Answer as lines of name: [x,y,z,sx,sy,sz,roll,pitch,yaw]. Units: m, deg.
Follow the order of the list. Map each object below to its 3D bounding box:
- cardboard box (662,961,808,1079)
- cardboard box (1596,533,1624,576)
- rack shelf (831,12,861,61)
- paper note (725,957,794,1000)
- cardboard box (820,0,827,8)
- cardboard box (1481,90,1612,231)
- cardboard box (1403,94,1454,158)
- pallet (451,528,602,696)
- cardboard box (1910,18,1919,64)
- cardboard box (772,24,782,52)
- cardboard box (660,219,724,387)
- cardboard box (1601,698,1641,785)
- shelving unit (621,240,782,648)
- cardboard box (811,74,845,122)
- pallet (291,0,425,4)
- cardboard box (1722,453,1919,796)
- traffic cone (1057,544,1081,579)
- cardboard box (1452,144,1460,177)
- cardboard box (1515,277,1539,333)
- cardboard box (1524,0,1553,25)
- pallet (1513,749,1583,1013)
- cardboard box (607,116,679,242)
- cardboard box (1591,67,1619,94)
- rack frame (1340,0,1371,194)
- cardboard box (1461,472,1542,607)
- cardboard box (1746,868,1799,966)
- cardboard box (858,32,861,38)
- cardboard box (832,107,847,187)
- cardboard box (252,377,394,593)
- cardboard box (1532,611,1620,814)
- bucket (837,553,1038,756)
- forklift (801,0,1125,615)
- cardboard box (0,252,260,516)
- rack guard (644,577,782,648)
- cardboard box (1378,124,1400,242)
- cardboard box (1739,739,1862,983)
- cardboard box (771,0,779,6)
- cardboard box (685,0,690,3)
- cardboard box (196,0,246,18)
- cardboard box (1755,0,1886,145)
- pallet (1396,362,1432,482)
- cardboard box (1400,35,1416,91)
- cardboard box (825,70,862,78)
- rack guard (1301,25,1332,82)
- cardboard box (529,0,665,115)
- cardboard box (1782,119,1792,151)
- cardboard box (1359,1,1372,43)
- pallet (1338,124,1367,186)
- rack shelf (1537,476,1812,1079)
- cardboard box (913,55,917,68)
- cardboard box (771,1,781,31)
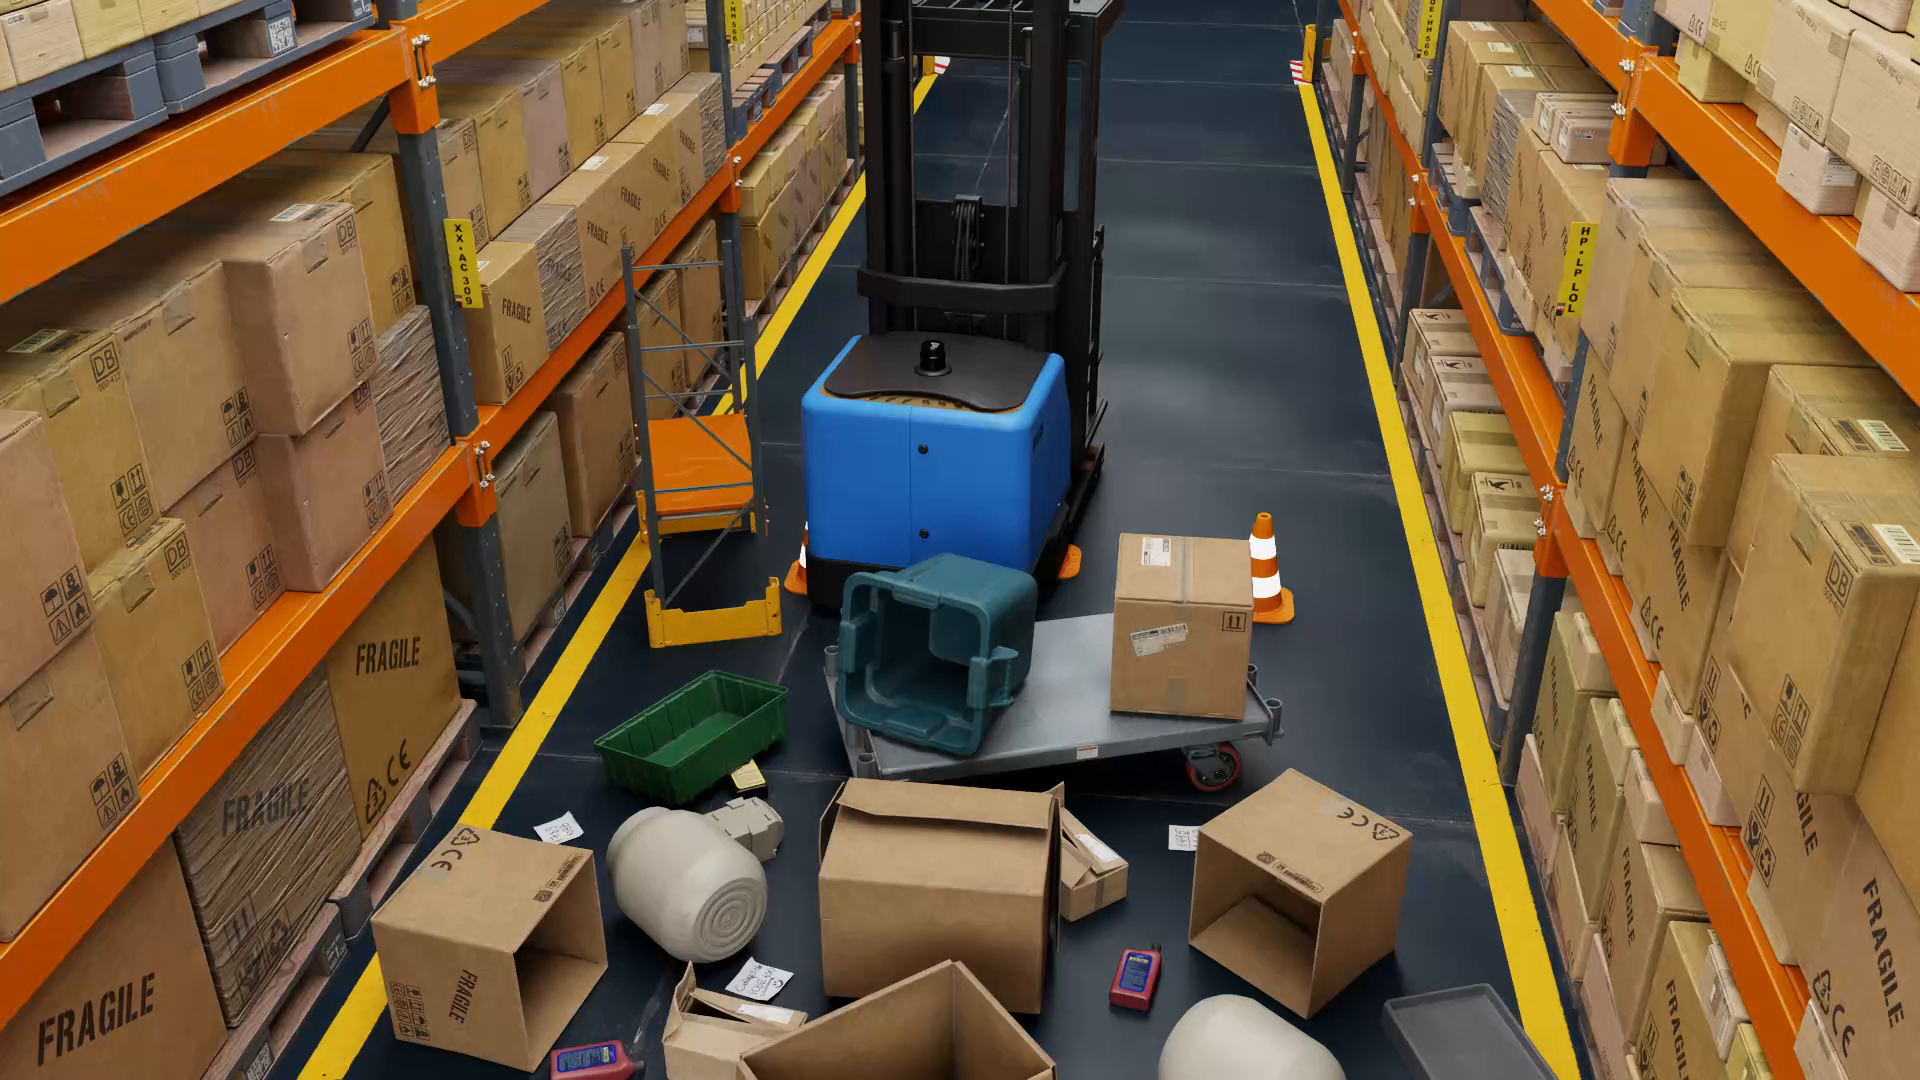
cardboard box: [-0.698,1.523,5.143,0.396,0.266,0.258,8,29,15]
cardboard box: [2.273,0.006,5.342,0.380,0.149,0.250,4,29,8]
rack shelf: [-1.090,-4.987,15.103,1.077,0.370,4.000,3,28,6]
paper note: [-0.666,1.460,5.517,0.172,0.023,0.155,14,31,24]
cardboard box: [-1.219,-4.116,12.549,0.380,0.149,0.250,4,29,6]
cardboard box: [2.630,-1.670,7.325,0.500,0.500,0.500,2,28,4]
cardboard box: [2.904,-2.426,9.749,0.500,0.250,0.500,2,28,4]
pallet: [-2.296,0.263,7.538,1.003,0.211,1.213,3,28,6]
cardboard box: [2.022,-0.935,3.084,0.380,0.149,0.250,4,29,7]
cardboard box: [-1.410,-3.377,11.177,0.380,0.149,0.250,4,29,7]
cardboard box: [-1.989,-1.392,9.601,1.050,0.750,0.750,3,28,6]
cardboard box: [2.133,0.613,4.932,0.380,0.149,0.250,4,29,8]
shelving unit: [-1.195,-0.460,7.522,0.587,1.500,1.083,-6,29,-10]
cardboard box: [-1.176,-3.412,12.822,0.500,0.250,0.500,3,28,5]
pallet: [-2.252,-2.267,6.335,0.805,0.209,1.217,2,28,4]
cardboard box: [1.995,0.174,3.291,0.700,0.500,0.500,3,28,6]
traffic cone: [0.415,-0.099,7.946,0.336,0.463,0.334,3,28,6]
cardboard box: [2.728,-1.914,8.463,0.380,0.149,0.250,2,28,3]
cardboard box: [2.444,-0.936,6.646,0.380,0.149,0.250,3,28,5]
cardboard box: [3.403,-2.941,9.388,0.500,0.500,0.500,2,28,5]
pallet: [2.562,1.189,5.820,1.003,0.211,1.213,3,28,6]
cardboard box: [-1.738,-1.826,8.371,0.500,0.500,0.500,3,28,5]
cardboard box: [3.207,-1.887,7.729,0.500,0.500,0.500,1,28,3]
rack frame: [3.590,-4.122,12.739,1.000,3.000,0.127,3,28,6]
cardboard box: [2.756,0.030,7.360,0.950,0.372,0.625,5,29,9]
cardboard box: [2.040,0.842,3.789,0.380,0.149,0.250,3,28,6]
cardboard box: [-1.161,-5.073,16.440,0.380,0.149,0.250,4,29,7]
cardboard box: [-1.176,-3.084,13.004,0.500,0.500,0.500,3,28,5]
cardboard box: [-2.394,-0.228,5.352,0.875,0.550,0.550,3,28,6]
cardboard box: [2.269,0.601,5.637,0.500,0.500,0.500,5,29,9]
bucket: [-0.044,0.373,6.243,0.726,0.611,0.620,14,21,24]
forklift: [0.152,-1.578,8.089,1.130,2.935,3.031,7,29,12]
cardboard box: [-2.550,-0.454,4.634,0.875,0.550,0.550,3,28,6]
rack guard: [-1.093,0.322,7.389,0.587,0.250,0.087,-6,29,-10]
cardboard box: [3.490,-2.650,11.803,0.875,0.875,0.875,4,29,8]
cardboard box: [2.043,0.609,3.538,0.500,0.500,0.500,3,28,6]
cardboard box: [-1.417,-3.641,11.040,0.380,0.149,0.250,4,29,8]
cardboard box: [-2.030,-3.672,11.413,0.380,0.149,0.250,3,28,5]
cardboard box: [-2.135,-1.485,4.397,0.380,0.149,0.250,3,29,6]
cardboard box: [2.156,-1.072,3.760,0.500,0.250,0.500,4,29,7]
pallet: [3.002,-0.644,9.223,1.003,0.211,1.213,3,28,6]
cardboard box: [2.966,-2.878,10.060,0.500,0.250,0.500,3,28,5]
cardboard box: [-1.013,-3.952,14.359,0.380,0.149,0.250,3,28,5]
rack guard: [4.083,-4.916,16.848,1.175,0.500,0.348,3,28,6]
cardboard box: [-1.951,-2.515,8.596,0.700,0.500,0.500,3,28,5]
cardboard box: [2.206,-0.950,3.953,0.380,0.149,0.250,2,28,5]
cardboard box: [3.274,-3.864,12.419,0.500,0.250,0.500,3,28,5]
pallet: [3.761,-3.248,14.056,1.003,0.211,1.213,3,28,6]
rack shelf: [2.364,0.902,4.172,1.077,0.370,4.000,3,28,6]
cardboard box: [-0.634,-4.788,16.538,0.380,0.149,0.250,4,29,8]
cardboard box: [-1.411,-3.507,11.105,0.380,0.149,0.250,3,28,6]
